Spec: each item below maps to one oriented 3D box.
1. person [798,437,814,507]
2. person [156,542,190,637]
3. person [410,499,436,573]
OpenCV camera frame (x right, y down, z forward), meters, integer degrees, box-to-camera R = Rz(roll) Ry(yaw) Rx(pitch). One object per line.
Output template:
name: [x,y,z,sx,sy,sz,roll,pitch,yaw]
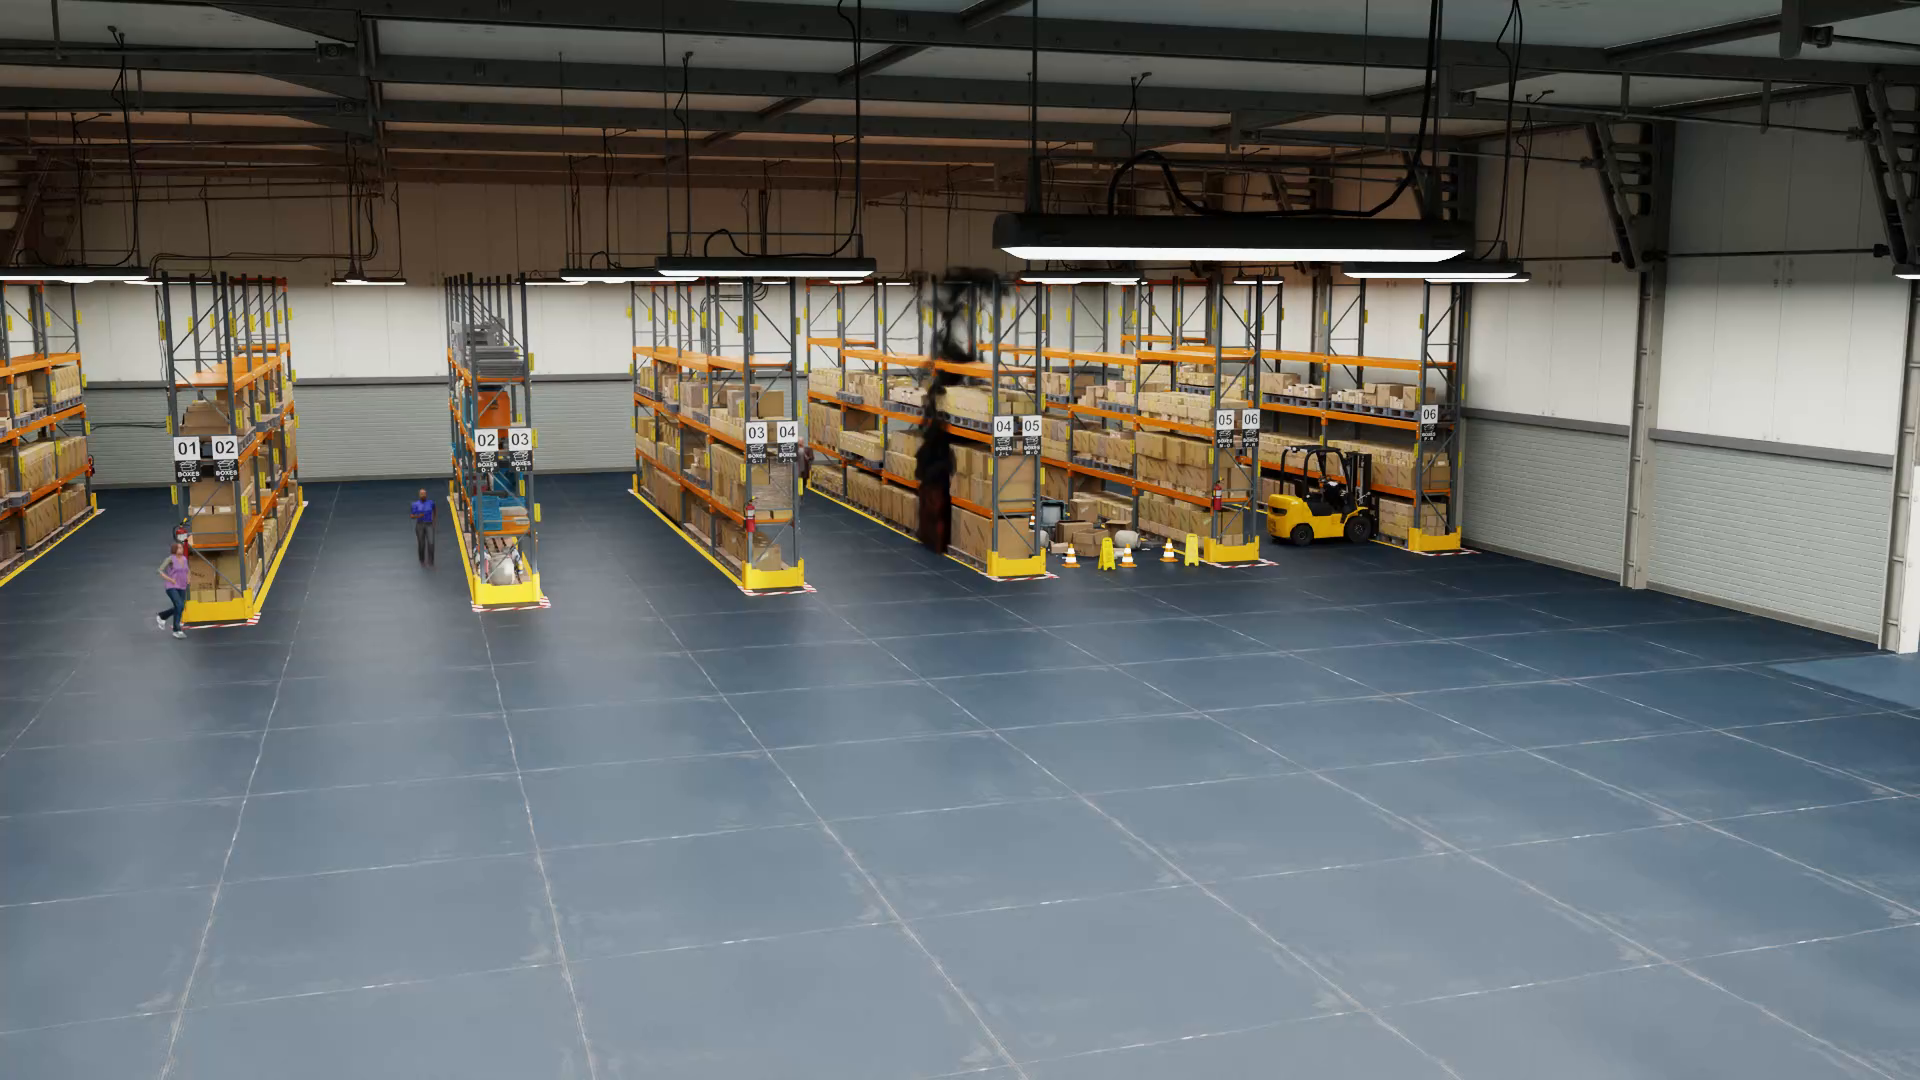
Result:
person: [-4.224,-1.845,44.226,0.690,1.803,1.006,-3,9,-21]
person: [-13.098,0.822,27.686,0.666,1.553,0.541,4,9,25]
person: [-10.942,-0.090,33.976,0.530,1.474,0.743,-4,9,-24]
